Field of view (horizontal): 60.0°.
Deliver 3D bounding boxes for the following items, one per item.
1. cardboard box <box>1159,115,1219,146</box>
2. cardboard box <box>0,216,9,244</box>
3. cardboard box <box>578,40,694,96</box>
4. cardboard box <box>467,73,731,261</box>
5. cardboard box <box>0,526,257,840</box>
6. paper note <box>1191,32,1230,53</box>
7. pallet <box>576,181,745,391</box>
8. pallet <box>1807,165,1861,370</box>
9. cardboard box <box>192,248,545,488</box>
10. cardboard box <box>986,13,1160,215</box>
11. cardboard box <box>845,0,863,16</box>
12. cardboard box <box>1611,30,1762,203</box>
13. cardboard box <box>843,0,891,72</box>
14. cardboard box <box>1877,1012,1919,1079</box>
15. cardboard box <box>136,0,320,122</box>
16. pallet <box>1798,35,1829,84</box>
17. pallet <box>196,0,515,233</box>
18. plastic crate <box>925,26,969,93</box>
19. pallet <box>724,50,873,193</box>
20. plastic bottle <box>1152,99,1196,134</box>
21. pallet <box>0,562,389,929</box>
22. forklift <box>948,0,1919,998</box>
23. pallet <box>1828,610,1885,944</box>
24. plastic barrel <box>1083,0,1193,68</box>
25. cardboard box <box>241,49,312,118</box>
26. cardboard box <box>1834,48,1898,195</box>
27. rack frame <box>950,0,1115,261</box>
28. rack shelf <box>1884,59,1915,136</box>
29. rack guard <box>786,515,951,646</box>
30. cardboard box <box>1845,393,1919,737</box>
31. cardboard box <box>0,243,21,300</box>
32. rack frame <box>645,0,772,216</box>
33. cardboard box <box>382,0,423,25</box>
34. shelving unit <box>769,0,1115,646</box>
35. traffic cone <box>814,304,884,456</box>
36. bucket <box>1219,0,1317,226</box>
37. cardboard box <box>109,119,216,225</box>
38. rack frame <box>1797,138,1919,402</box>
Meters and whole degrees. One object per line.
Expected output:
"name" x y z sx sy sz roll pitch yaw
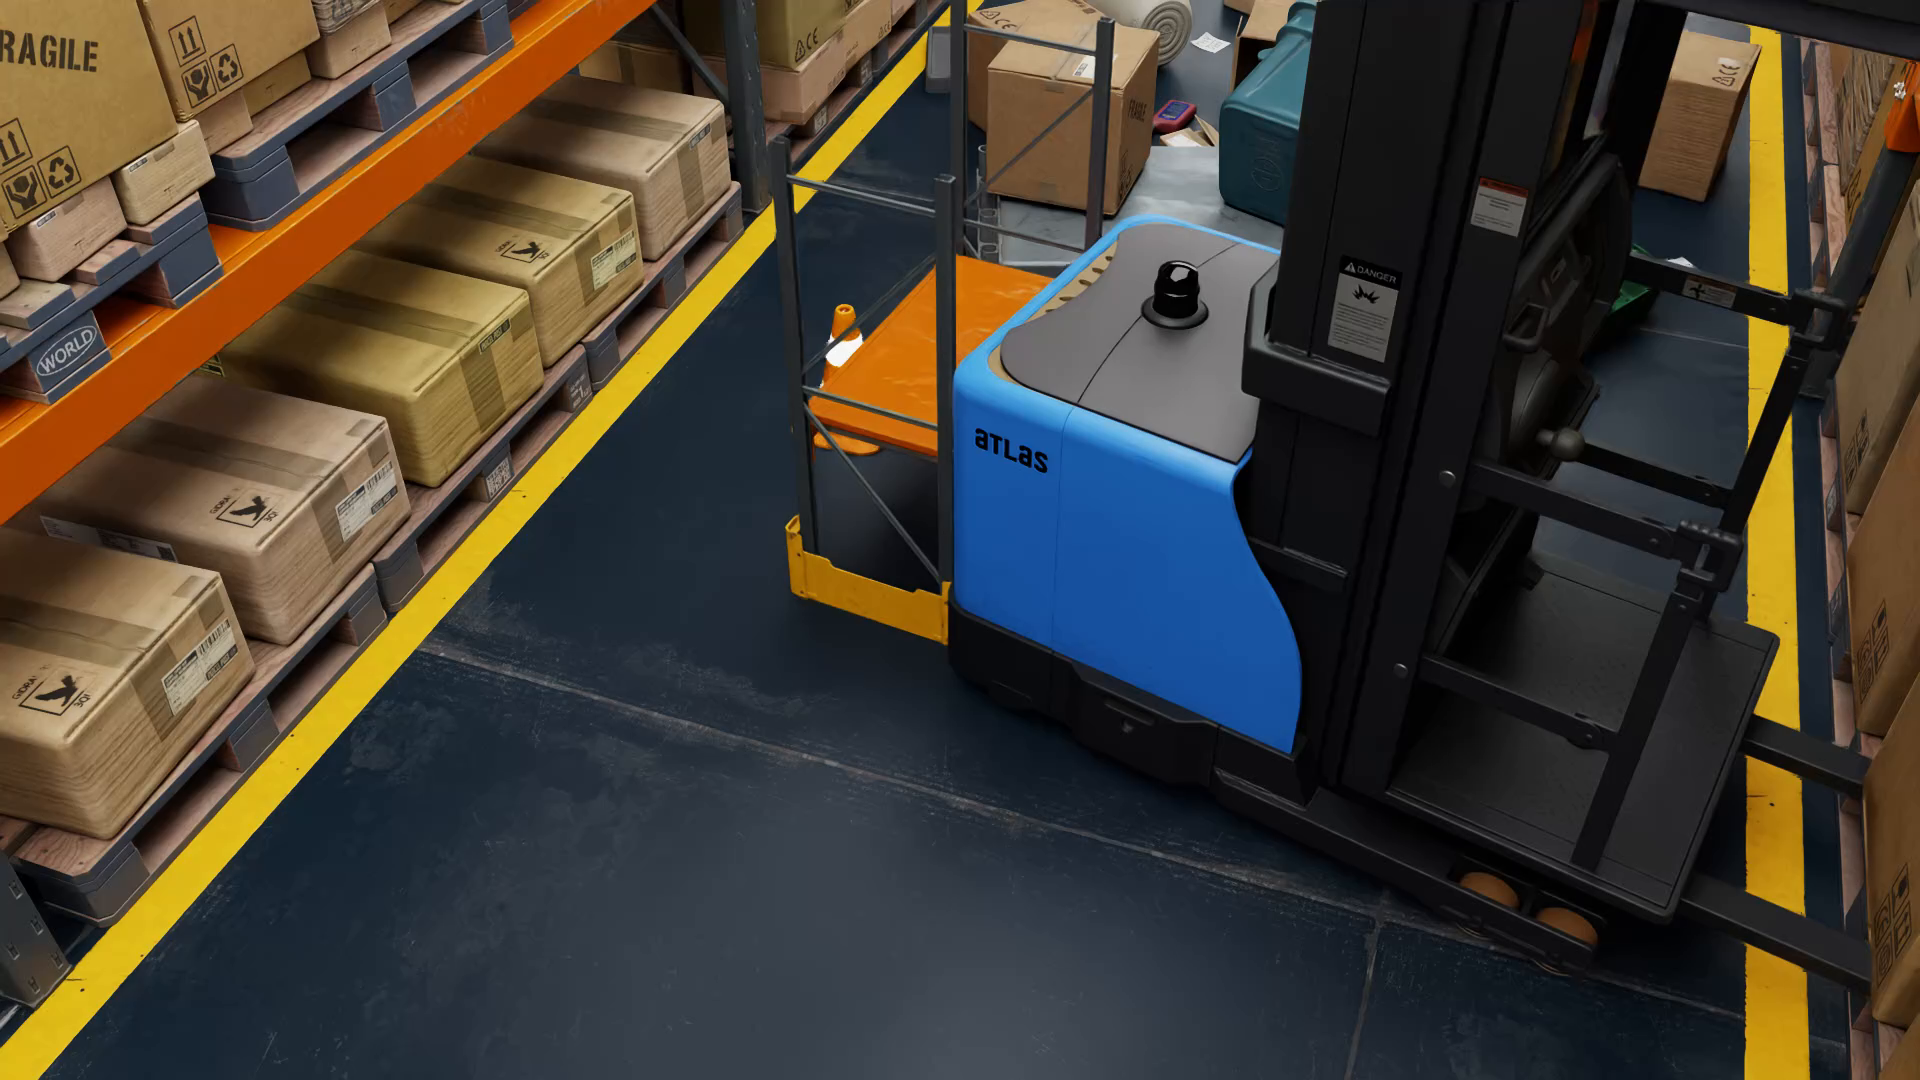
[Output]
"cardboard box" 1.026 -1.594 6.914 0.258 0.266 0.396 -13 42 -15
"cardboard box" -2.266 -0.708 3.139 0.500 0.500 0.500 12 42 14
"cardboard box" -1.320 -2.148 7.251 0.500 0.250 0.500 15 43 17
"cardboard box" -1.447 -1.453 6.343 0.950 0.372 0.625 14 42 16
"cardboard box" -2.435 0.324 4.261 0.950 0.372 0.625 11 42 12
"paper note" 1.214 -2.416 8.067 0.148 0.019 0.142 29 48 29
"pallet" -1.535 -1.078 6.350 1.003 0.211 1.213 13 42 15
"pallet" 3.750 -0.962 6.215 1.003 0.211 1.213 13 42 15
"cardboard box" -1.926 -0.589 5.331 0.950 0.372 0.625 15 43 17
"cardboard box" 0.413 -1.574 6.126 0.500 0.500 0.500 13 42 15
"cardboard box" -0.642 -2.642 7.252 0.500 0.500 0.500 15 43 17
"cardboard box" 2.983 -1.801 6.974 0.500 0.500 0.500 21 45 22
"cardboard box" -0.642 -2.355 7.495 0.500 0.250 0.500 16 43 18
"cardboard box" 2.341 1.208 2.933 1.050 0.750 0.750 13 42 14
"cardboard box" -1.919 -1.353 3.895 0.500 0.500 0.500 14 42 16
"pallet" 4.584 -2.450 7.960 1.003 0.211 1.213 13 42 15
"pallet" -1.999 -1.317 4.631 1.003 0.211 1.213 13 42 15
"plastic crate" 0.038 -2.278 7.859 0.402 0.080 0.583 0 40 0
"pallet" -1.073 -1.970 7.397 1.003 0.211 1.213 13 42 15
"plastic bottle" 0.934 -1.867 7.391 0.133 0.061 0.283 21 45 22
"pallet" -2.369 0.411 4.606 1.003 0.211 1.213 13 42 15
"forklift" 1.482 -0.461 3.532 3.031 2.935 1.130 23 45 24
"pallet" 2.808 0.718 4.246 1.003 0.211 1.213 13 42 15
"plastic barrel" 0.814 -2.477 7.828 0.421 0.421 0.512 -21 45 -22
"cardboard box" -1.904 -1.225 4.245 0.380 0.149 0.250 15 43 17
"cardboard box" 4.002 -1.847 6.417 0.875 0.875 0.875 14 42 15
"rack frame" 0.203 -0.947 5.204 0.500 1.500 0.032 17 43 19
"rack shelf" 4.100 -2.523 6.450 1.077 0.370 4.000 13 42 15
"rack guard" -0.240 0.122 4.915 0.587 0.250 0.087 17 43 19
"cardboard box" 2.955 0.106 4.225 1.050 0.750 0.750 13 42 15
"cardboard box" -2.223 -0.560 3.465 0.380 0.149 0.250 11 42 12
"rack frame" -1.270 -2.614 6.002 1.000 3.000 0.127 13 42 15
"cardboard box" -1.735 -1.546 4.621 0.380 0.149 0.250 12 42 14
"shelving unit" -0.023 -0.645 4.850 0.587 1.500 1.083 17 43 19
"traffic cone" -0.378 -0.581 5.575 0.336 0.463 0.334 13 42 15
"bucket" 1.296 -1.504 6.053 0.726 0.611 0.620 29 58 29
"cardboard box" -1.973 -0.880 3.840 0.380 0.149 0.250 14 42 15
"rack frame" 3.416 -1.577 4.787 1.000 3.000 0.127 13 42 15
